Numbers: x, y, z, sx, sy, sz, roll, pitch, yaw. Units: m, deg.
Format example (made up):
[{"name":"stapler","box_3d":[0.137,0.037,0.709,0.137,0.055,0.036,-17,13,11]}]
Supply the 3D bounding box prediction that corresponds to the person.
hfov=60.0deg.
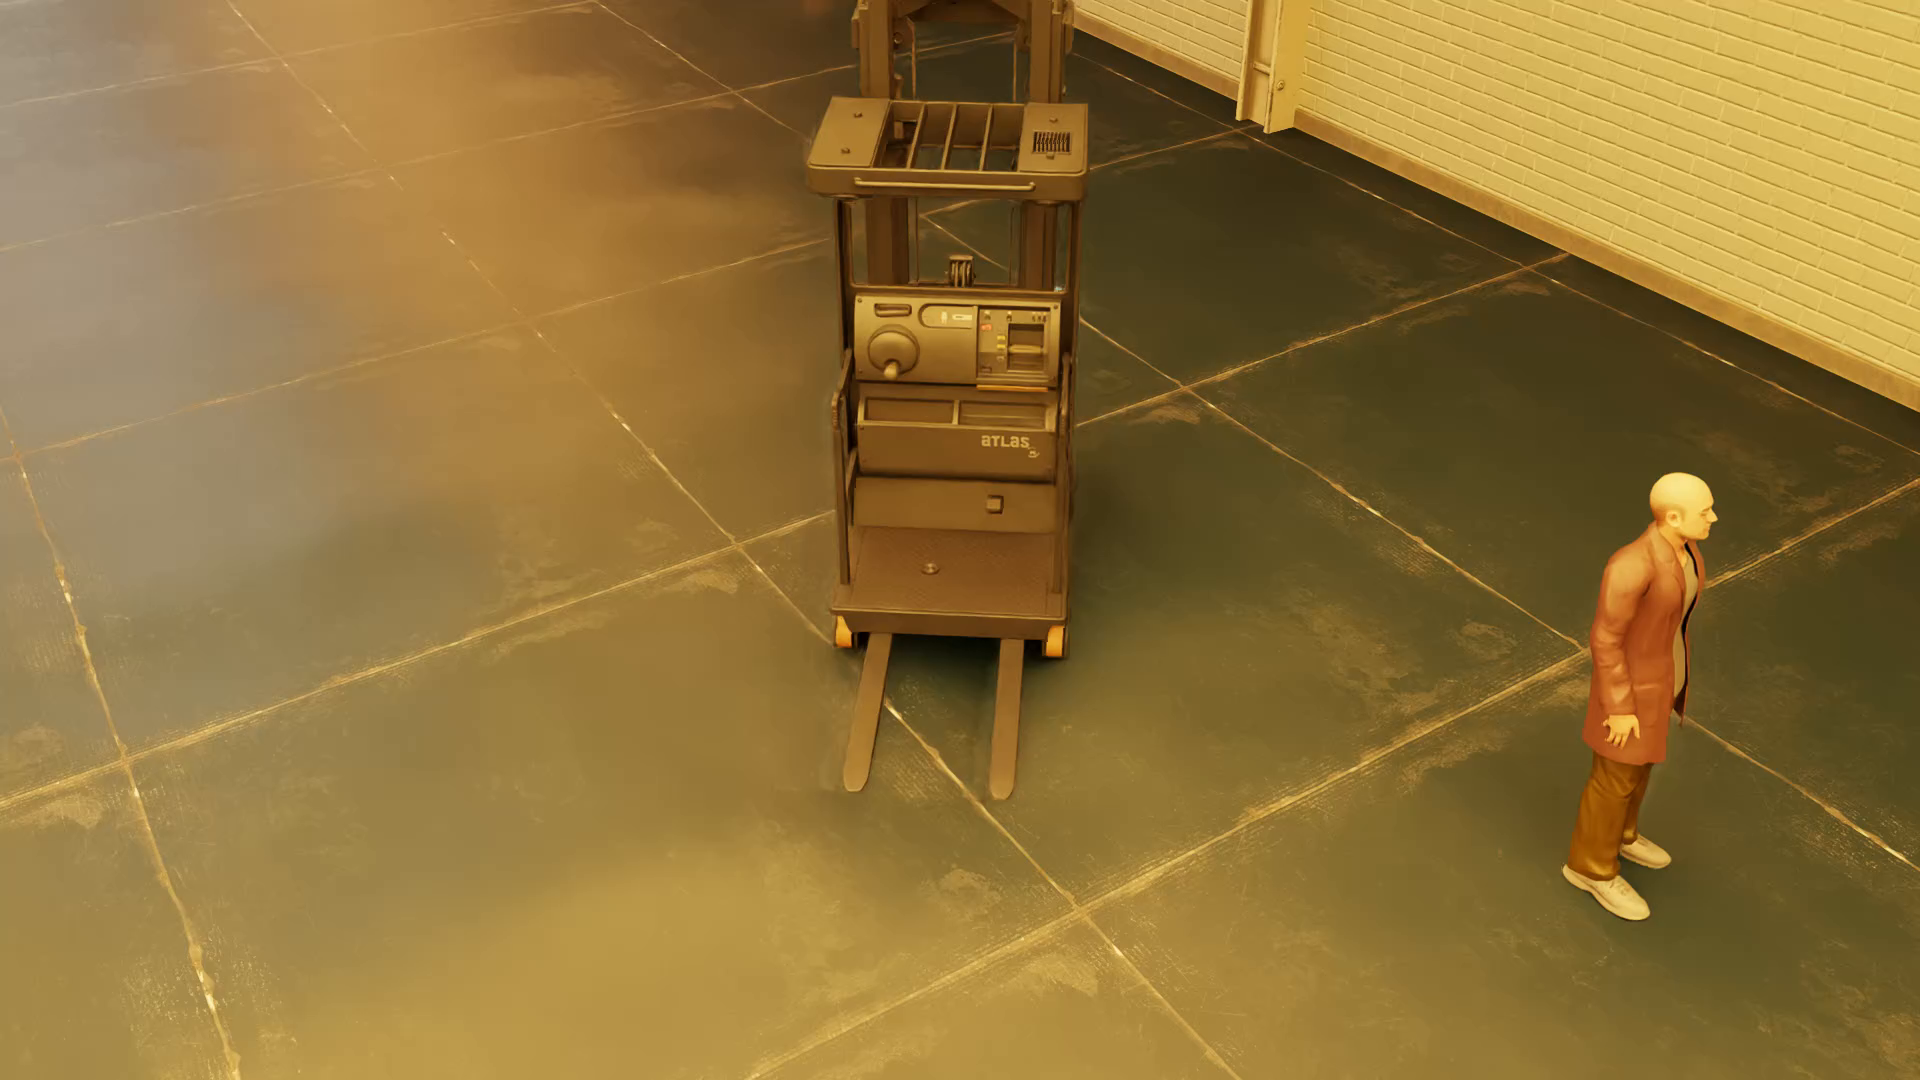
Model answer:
[{"name":"person","box_3d":[2.664,0.577,6.331,0.540,1.787,0.687,27,43,33]}]

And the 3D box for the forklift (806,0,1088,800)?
[{"name":"forklift","box_3d":[-0.026,-0.840,7.343,1.130,2.935,3.031,2,35,3]}]
